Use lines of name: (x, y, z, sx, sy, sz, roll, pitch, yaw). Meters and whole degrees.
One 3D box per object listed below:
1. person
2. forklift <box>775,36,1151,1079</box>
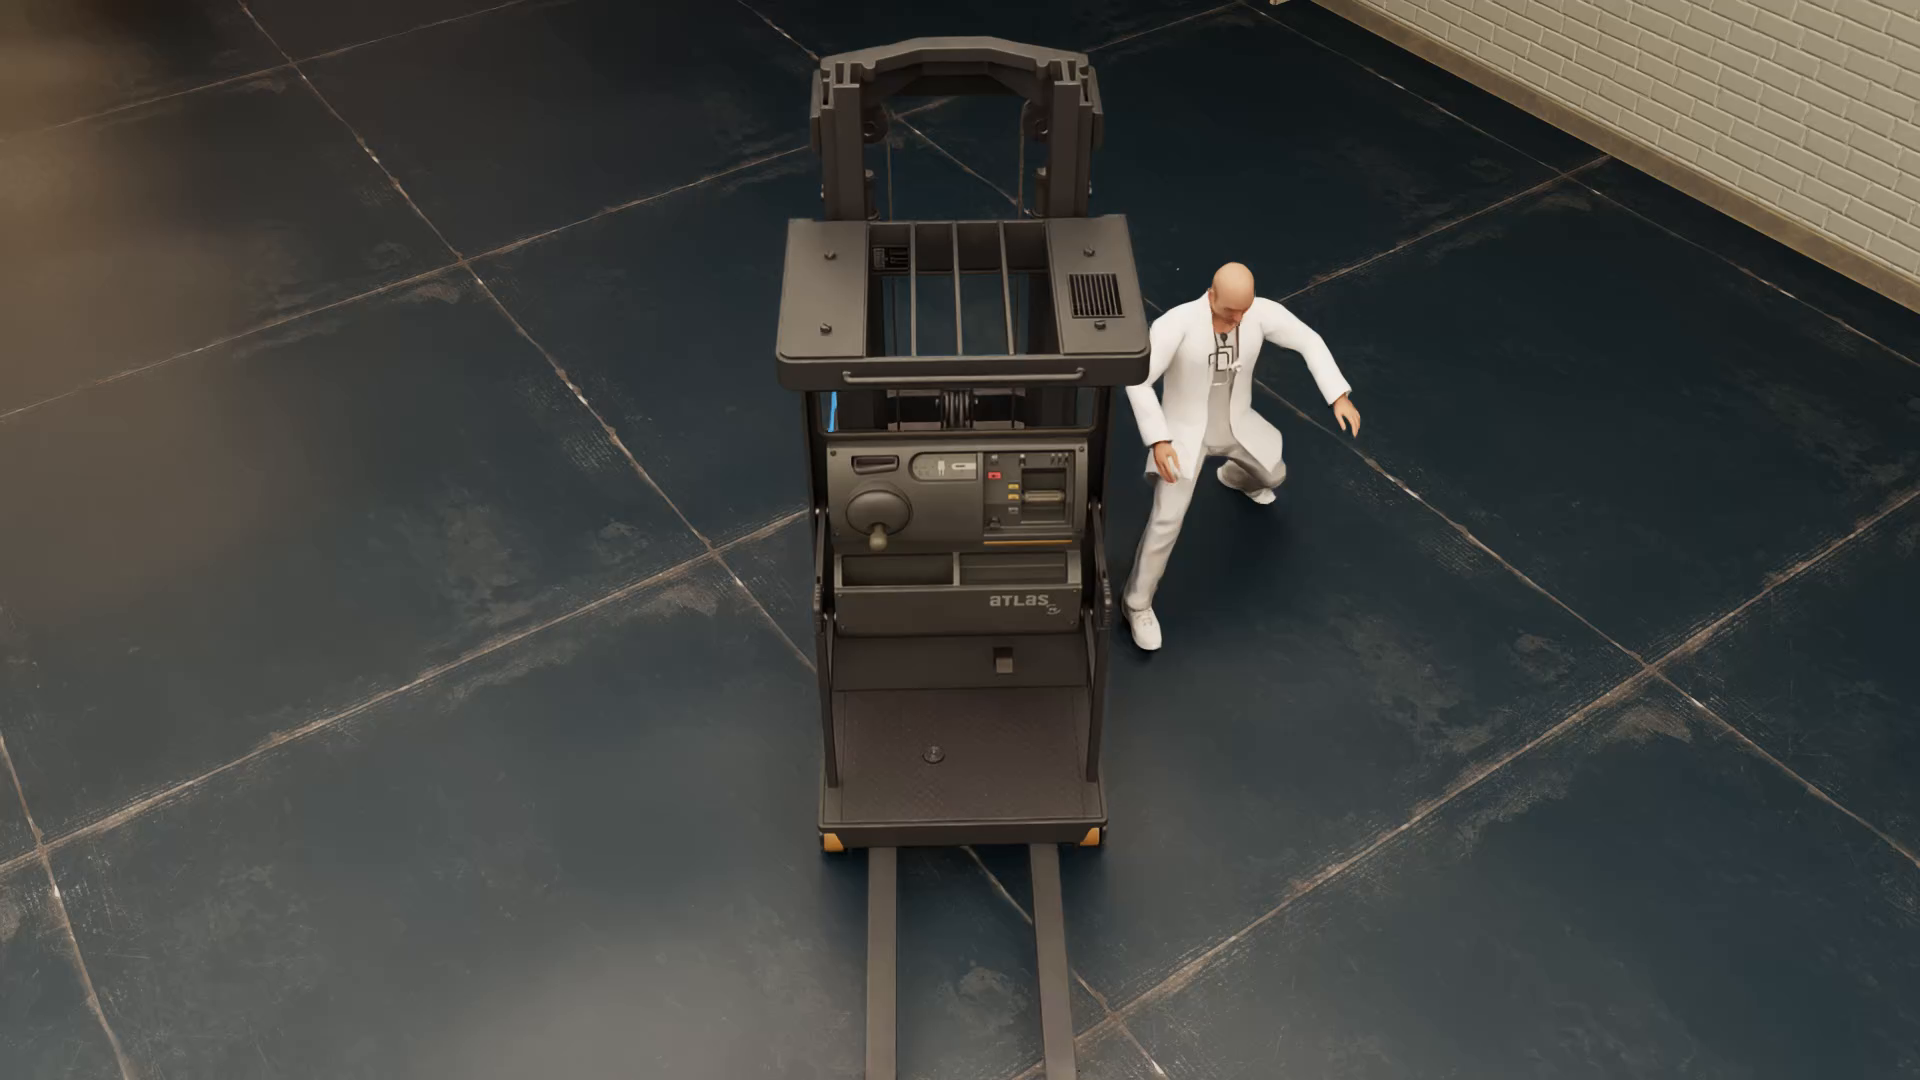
person: (1.155, -0.456, 7.263, 1.061, 1.645, 1.056, -11, 44, -12)
forklift: (0.000, -0.077, 5.799, 1.130, 2.935, 3.031, -1, 43, -1)
